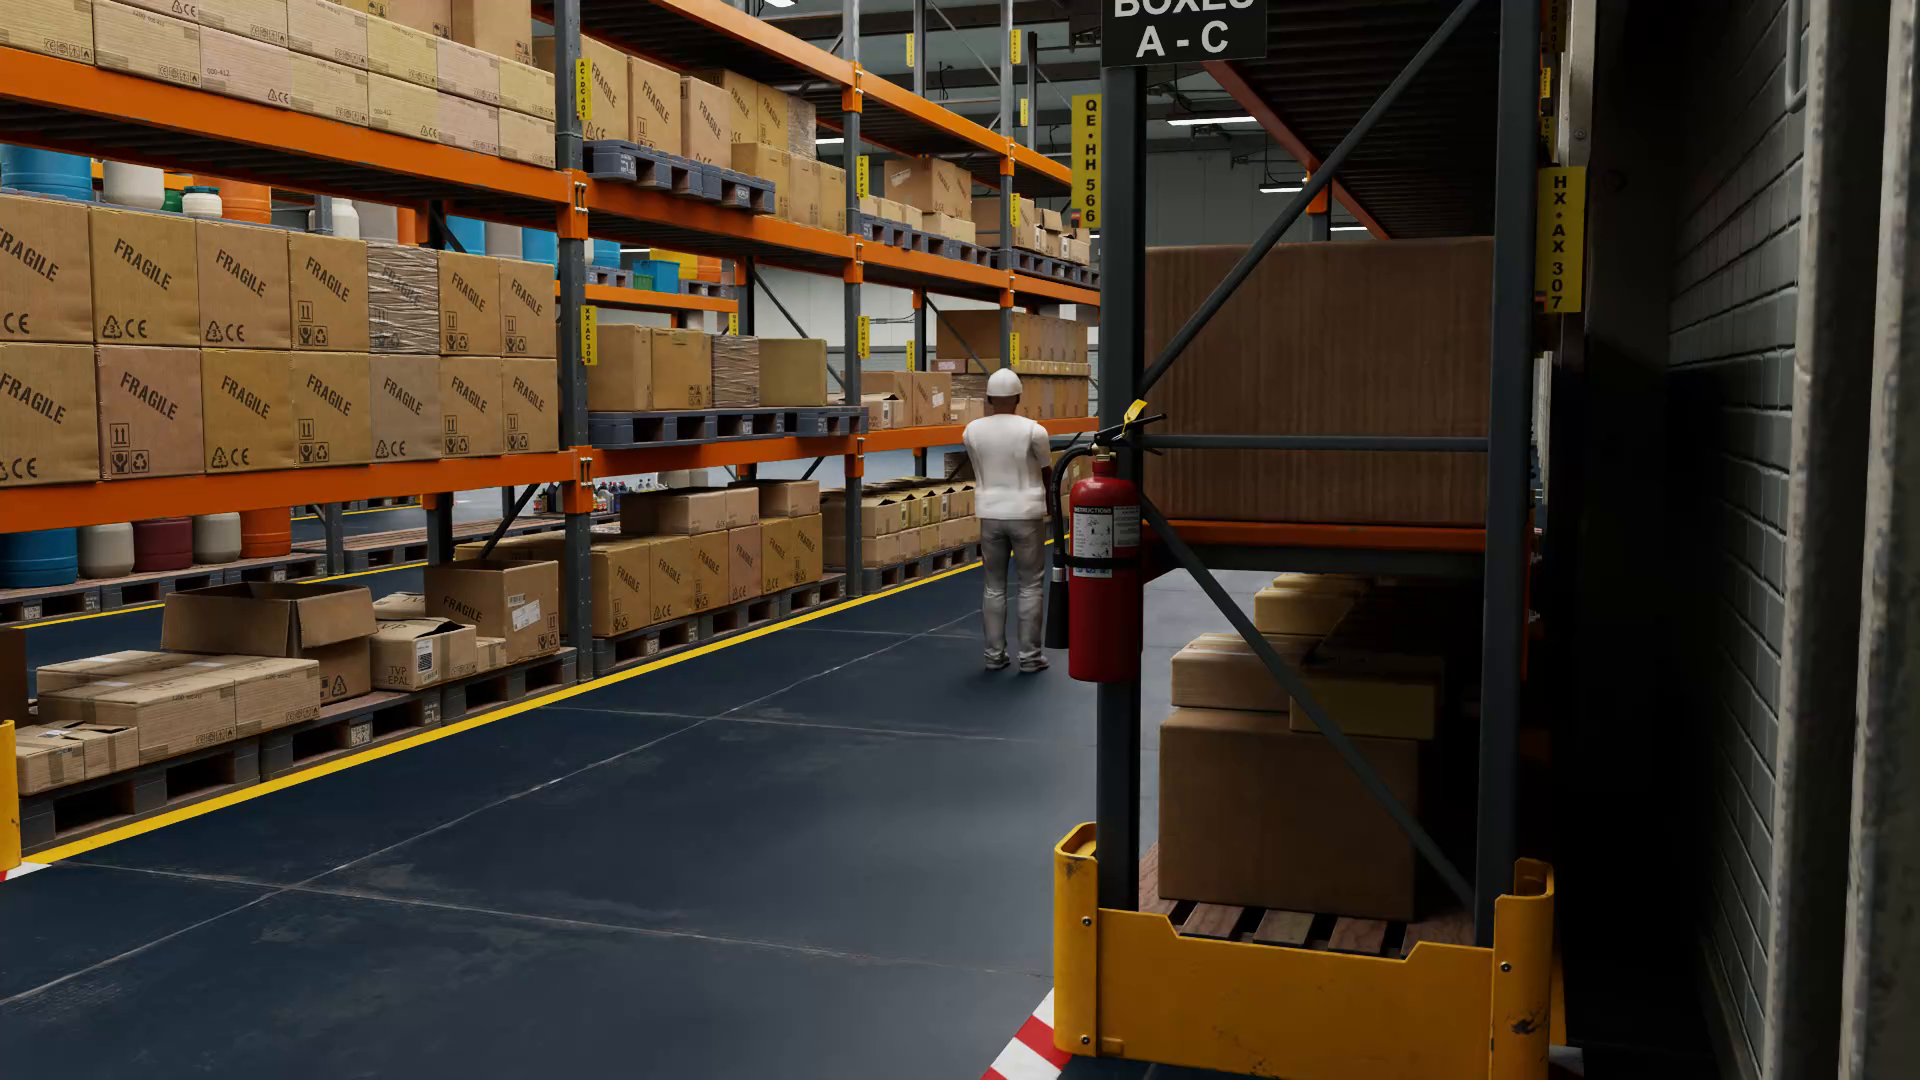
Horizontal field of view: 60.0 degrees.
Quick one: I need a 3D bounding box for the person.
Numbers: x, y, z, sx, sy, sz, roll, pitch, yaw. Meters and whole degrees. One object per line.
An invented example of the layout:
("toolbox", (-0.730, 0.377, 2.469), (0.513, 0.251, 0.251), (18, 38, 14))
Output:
("person", (0.313, -0.124, 9.774), (0.502, 1.761, 0.577), (2, 5, 19))
